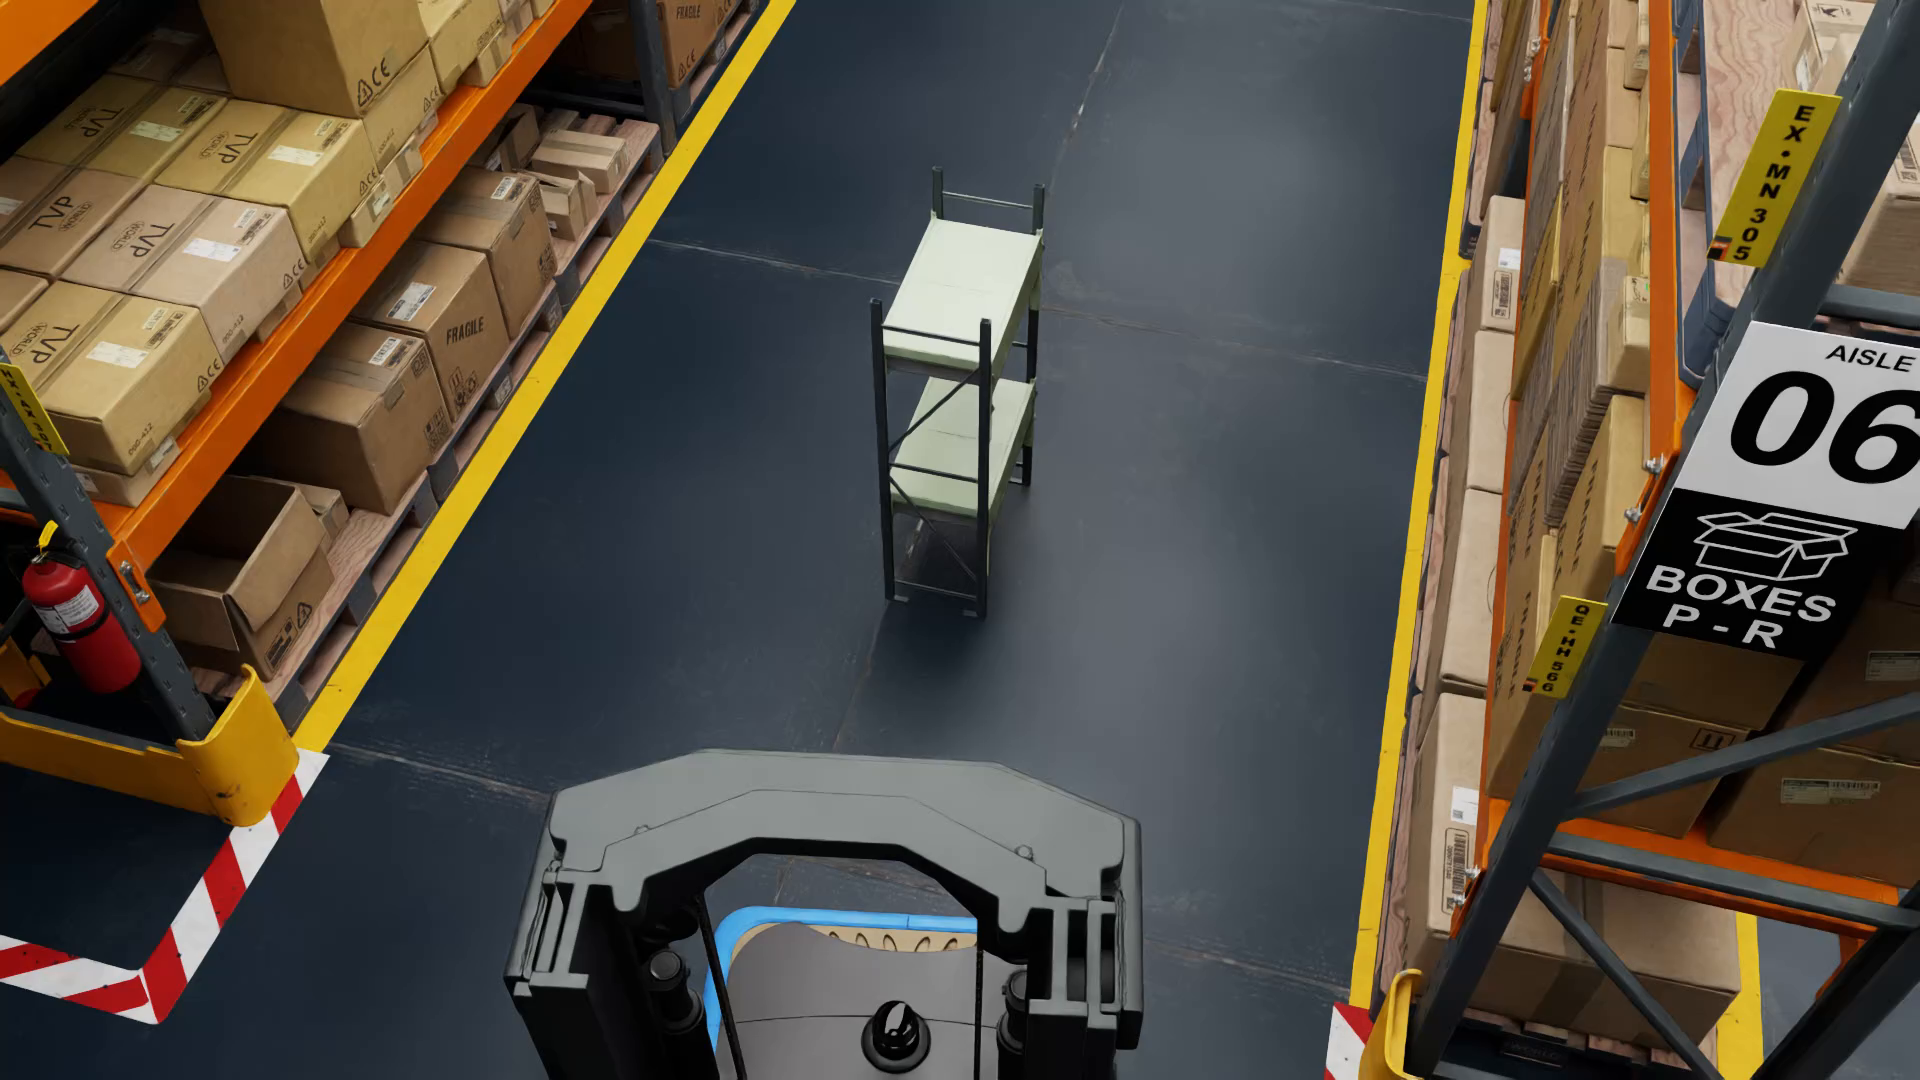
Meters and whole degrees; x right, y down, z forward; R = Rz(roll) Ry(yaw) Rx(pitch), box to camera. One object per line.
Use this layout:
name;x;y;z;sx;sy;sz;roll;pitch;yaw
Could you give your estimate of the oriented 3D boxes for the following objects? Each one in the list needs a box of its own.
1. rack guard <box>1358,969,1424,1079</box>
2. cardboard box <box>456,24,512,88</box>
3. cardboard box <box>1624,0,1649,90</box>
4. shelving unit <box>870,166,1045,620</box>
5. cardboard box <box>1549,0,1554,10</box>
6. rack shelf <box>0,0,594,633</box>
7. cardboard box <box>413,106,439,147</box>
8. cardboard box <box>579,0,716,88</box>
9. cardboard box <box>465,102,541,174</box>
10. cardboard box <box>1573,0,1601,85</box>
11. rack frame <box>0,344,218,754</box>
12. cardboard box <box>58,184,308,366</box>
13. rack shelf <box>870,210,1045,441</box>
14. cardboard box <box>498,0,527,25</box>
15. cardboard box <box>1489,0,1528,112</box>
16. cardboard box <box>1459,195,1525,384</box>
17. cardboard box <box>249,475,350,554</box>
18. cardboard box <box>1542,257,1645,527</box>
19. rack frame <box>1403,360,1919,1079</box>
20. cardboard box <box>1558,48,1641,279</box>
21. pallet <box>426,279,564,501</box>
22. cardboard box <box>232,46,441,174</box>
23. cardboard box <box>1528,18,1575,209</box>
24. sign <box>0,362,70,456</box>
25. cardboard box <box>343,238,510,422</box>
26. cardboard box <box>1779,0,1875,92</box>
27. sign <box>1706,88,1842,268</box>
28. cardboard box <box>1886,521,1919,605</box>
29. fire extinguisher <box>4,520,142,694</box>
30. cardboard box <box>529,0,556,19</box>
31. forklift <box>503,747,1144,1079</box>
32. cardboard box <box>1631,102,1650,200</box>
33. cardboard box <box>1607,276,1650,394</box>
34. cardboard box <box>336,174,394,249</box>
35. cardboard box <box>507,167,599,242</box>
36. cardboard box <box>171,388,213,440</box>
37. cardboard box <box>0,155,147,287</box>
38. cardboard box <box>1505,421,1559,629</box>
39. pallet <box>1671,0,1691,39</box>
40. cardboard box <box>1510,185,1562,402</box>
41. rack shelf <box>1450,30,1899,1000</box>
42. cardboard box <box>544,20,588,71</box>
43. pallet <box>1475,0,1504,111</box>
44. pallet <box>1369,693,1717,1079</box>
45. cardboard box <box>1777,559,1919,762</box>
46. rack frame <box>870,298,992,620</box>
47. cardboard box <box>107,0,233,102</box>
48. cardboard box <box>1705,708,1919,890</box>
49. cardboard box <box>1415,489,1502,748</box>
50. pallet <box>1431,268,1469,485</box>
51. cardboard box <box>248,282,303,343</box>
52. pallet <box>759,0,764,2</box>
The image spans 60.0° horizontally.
rack guard;1.799;1.655;4.875;1.175;0.500;0.348;12;50;10
cardboard box;-2.000;-1.936;6.544;0.380;0.149;0.250;11;49;9
cardboard box;2.105;-1.386;4.725;0.380;0.149;0.250;12;50;10
shelving unit;0.002;-0.501;6.111;0.431;1.500;0.755;12;50;10
cardboard box;2.733;-2.407;6.893;0.500;0.250;0.500;10;49;9
rack shelf;-2.458;-1.375;6.361;1.077;0.370;4.000;12;50;10
cardboard box;-2.196;-1.583;6.233;0.380;0.149;0.250;11;50;10
cardboard box;-1.588;-2.677;8.418;0.500;0.500;0.500;14;50;12
cardboard box;-2.334;-1.878;7.839;0.500;0.311;0.500;13;50;11
cardboard box;2.360;-1.786;5.511;0.500;0.500;0.500;11;49;10
rack frame;-2.985;-0.166;4.815;1.000;3.000;0.127;12;50;10
cardboard box;-2.473;-0.855;5.324;0.500;0.250;0.500;12;50;10
rack shelf;0.002;-0.759;5.818;0.431;0.370;0.720;12;50;10
cardboard box;-1.948;-2.327;6.623;0.500;0.250;0.500;12;50;10
cardboard box;3.174;-2.638;8.133;0.875;0.875;0.875;13;50;11
cardboard box;2.589;-0.941;6.927;0.875;0.438;0.875;11;49;9
cardboard box;-2.583;-0.085;6.365;0.380;0.149;0.250;10;49;9
cardboard box;1.811;-0.333;4.228;0.500;0.500;0.500;12;50;10
rack frame;1.805;0.811;3.953;1.000;3.000;0.127;12;50;10
cardboard box;2.079;-1.053;4.864;0.500;0.500;0.500;11;50;10
pallet;-2.433;-0.755;7.195;1.003;0.211;1.213;12;50;10
cardboard box;-2.229;-1.596;5.979;0.500;0.250;0.500;10;49;9
cardboard box;2.345;-1.465;5.894;0.500;0.500;0.500;12;50;10
sign;-2.461;-0.346;4.396;0.100;0.325;0.005;12;50;10
cardboard box;-2.234;-0.875;6.828;0.500;0.500;0.500;12;50;11
cardboard box;1.870;-0.933;3.312;0.380;0.149;0.250;8;49;7
sign;1.285;-0.566;2.629;0.100;0.325;0.005;12;50;10
cardboard box;2.165;0.030;3.476;0.380;0.149;0.250;13;50;11
fire extinguisher;-2.578;0.180;4.809;0.296;0.674;0.183;12;50;10
cardboard box;-1.865;-2.311;6.875;0.380;0.149;0.250;13;50;11
forklift;-0.225;1.833;3.096;1.130;2.935;3.031;3;49;2
cardboard box;1.989;-1.001;4.385;0.380;0.149;0.250;13;50;11
cardboard box;1.737;-0.459;3.907;0.380;0.149;0.250;11;50;10
cardboard box;-2.247;-1.189;5.885;0.380;0.149;0.250;10;49;9
cardboard box;-1.889;-1.575;7.601;0.396;0.266;0.258;13;50;11
cardboard box;-2.611;-0.460;5.242;0.380;0.149;0.250;13;50;11
cardboard box;-2.983;-0.973;5.429;0.500;0.250;0.500;12;50;10
cardboard box;1.823;0.016;4.587;0.500;0.500;0.500;11;49;9
pallet;2.309;-1.577;4.118;1.003;0.211;1.213;12;50;10
cardboard box;2.072;-0.734;5.249;0.500;0.500;0.500;13;50;11
rack shelf;2.331;-0.398;5.499;1.077;0.370;4.000;12;50;10
cardboard box;-2.088;-2.785;8.513;0.500;0.500;0.500;11;50;10
pallet;3.307;-2.618;8.839;1.003;0.211;1.213;12;50;10
pallet;1.940;1.139;5.522;1.003;0.211;1.213;12;50;10
cardboard box;2.206;0.156;3.797;0.500;0.500;0.500;11;49;9
rack frame;-0.095;-0.236;5.877;0.400;1.500;0.023;12;50;10
cardboard box;-2.710;-1.708;6.078;0.500;0.250;0.500;11;50;10
cardboard box;2.208;0.487;4.172;0.500;0.500;0.500;11;50;10
cardboard box;2.115;0.359;5.780;0.875;0.438;0.875;13;50;11
pallet;2.582;-0.625;7.080;1.003;0.211;1.213;12;50;10
cardboard box;-2.450;-0.828;5.566;0.380;0.149;0.250;13;50;11
pallet;-1.435;-3.618;9.721;1.003;0.211;1.213;12;50;10
